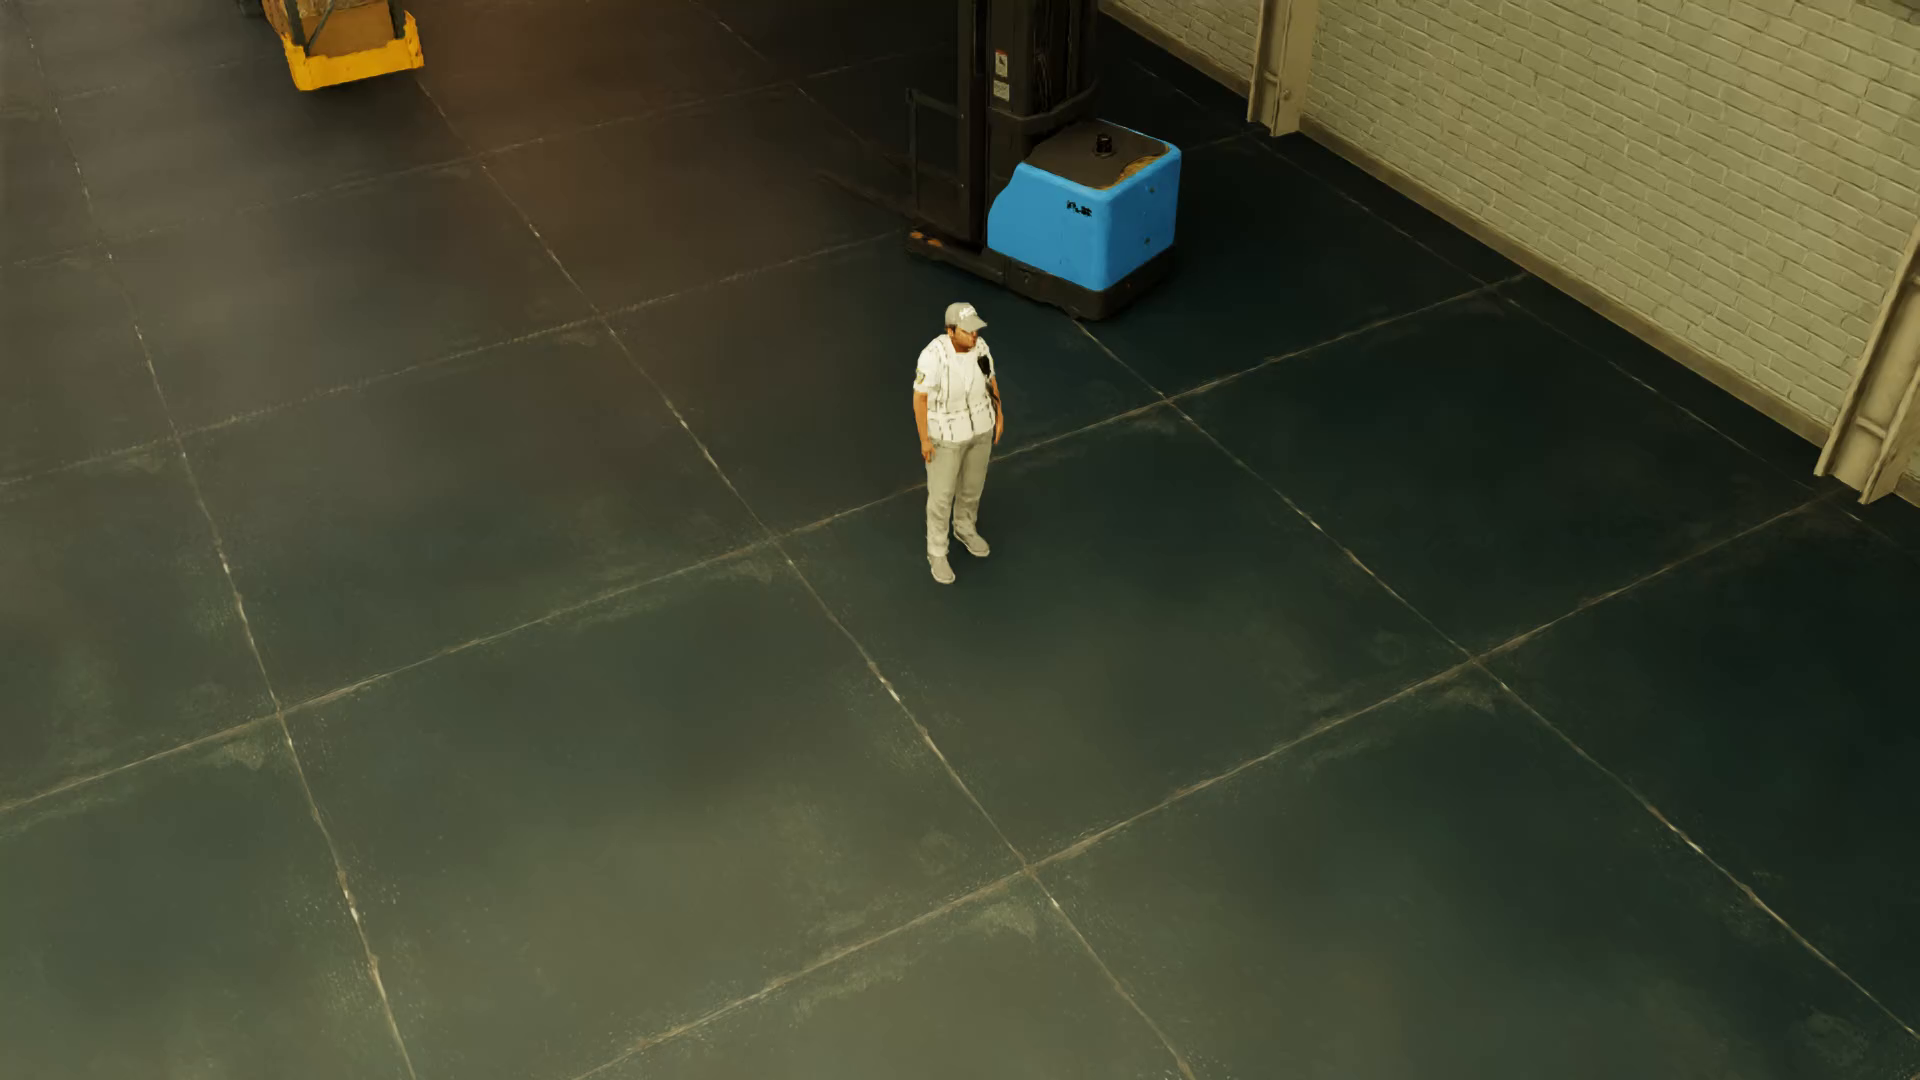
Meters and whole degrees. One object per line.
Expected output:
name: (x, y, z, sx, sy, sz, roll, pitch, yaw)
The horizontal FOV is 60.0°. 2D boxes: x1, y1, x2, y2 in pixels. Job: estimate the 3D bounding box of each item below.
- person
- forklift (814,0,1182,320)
person: (0.019, -0.597, 9.736, 0.598, 1.669, 0.529, -20, 44, -23)
forklift: (0.179, -3.531, 12.293, 3.031, 2.935, 1.130, 28, 47, 30)
